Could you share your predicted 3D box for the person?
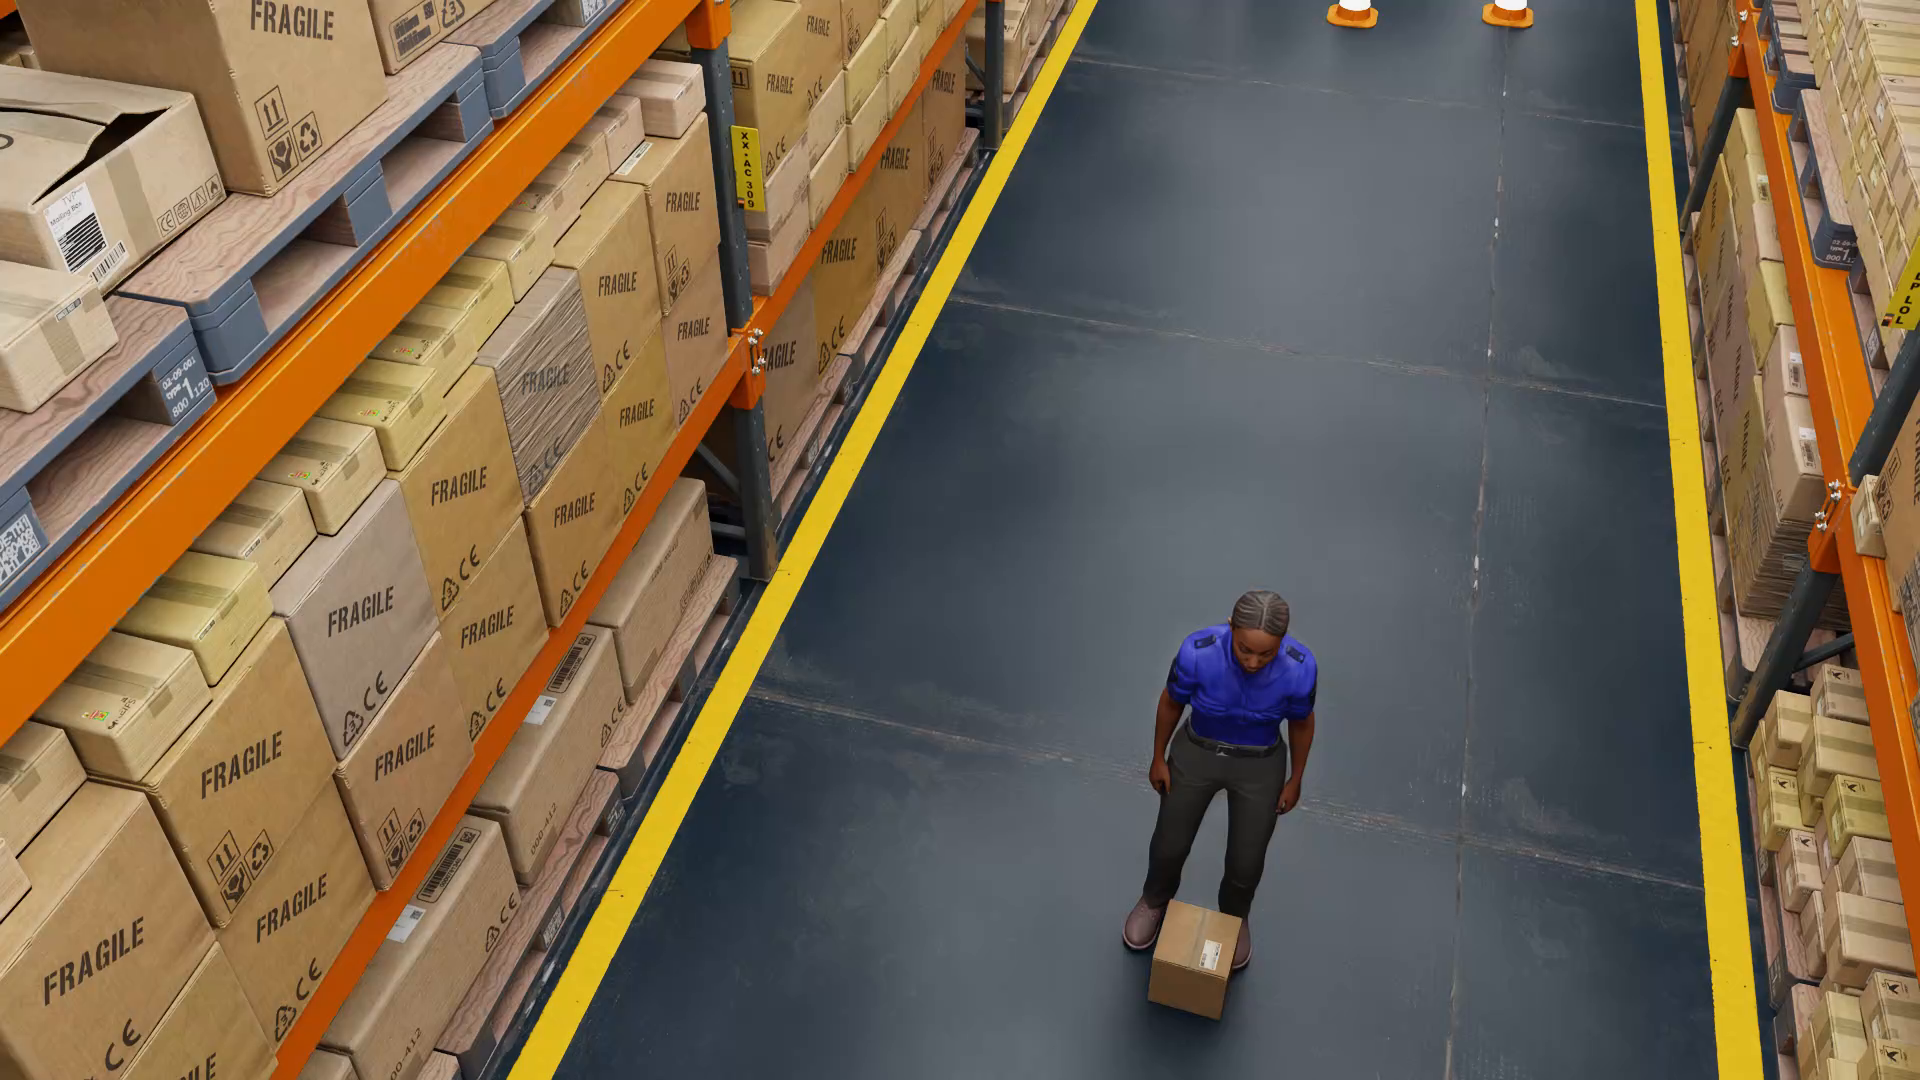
[{"bbox_3d":[0.844,0.735,5.325,0.518,1.653,0.351,8,42,9],"label":"person"}]
